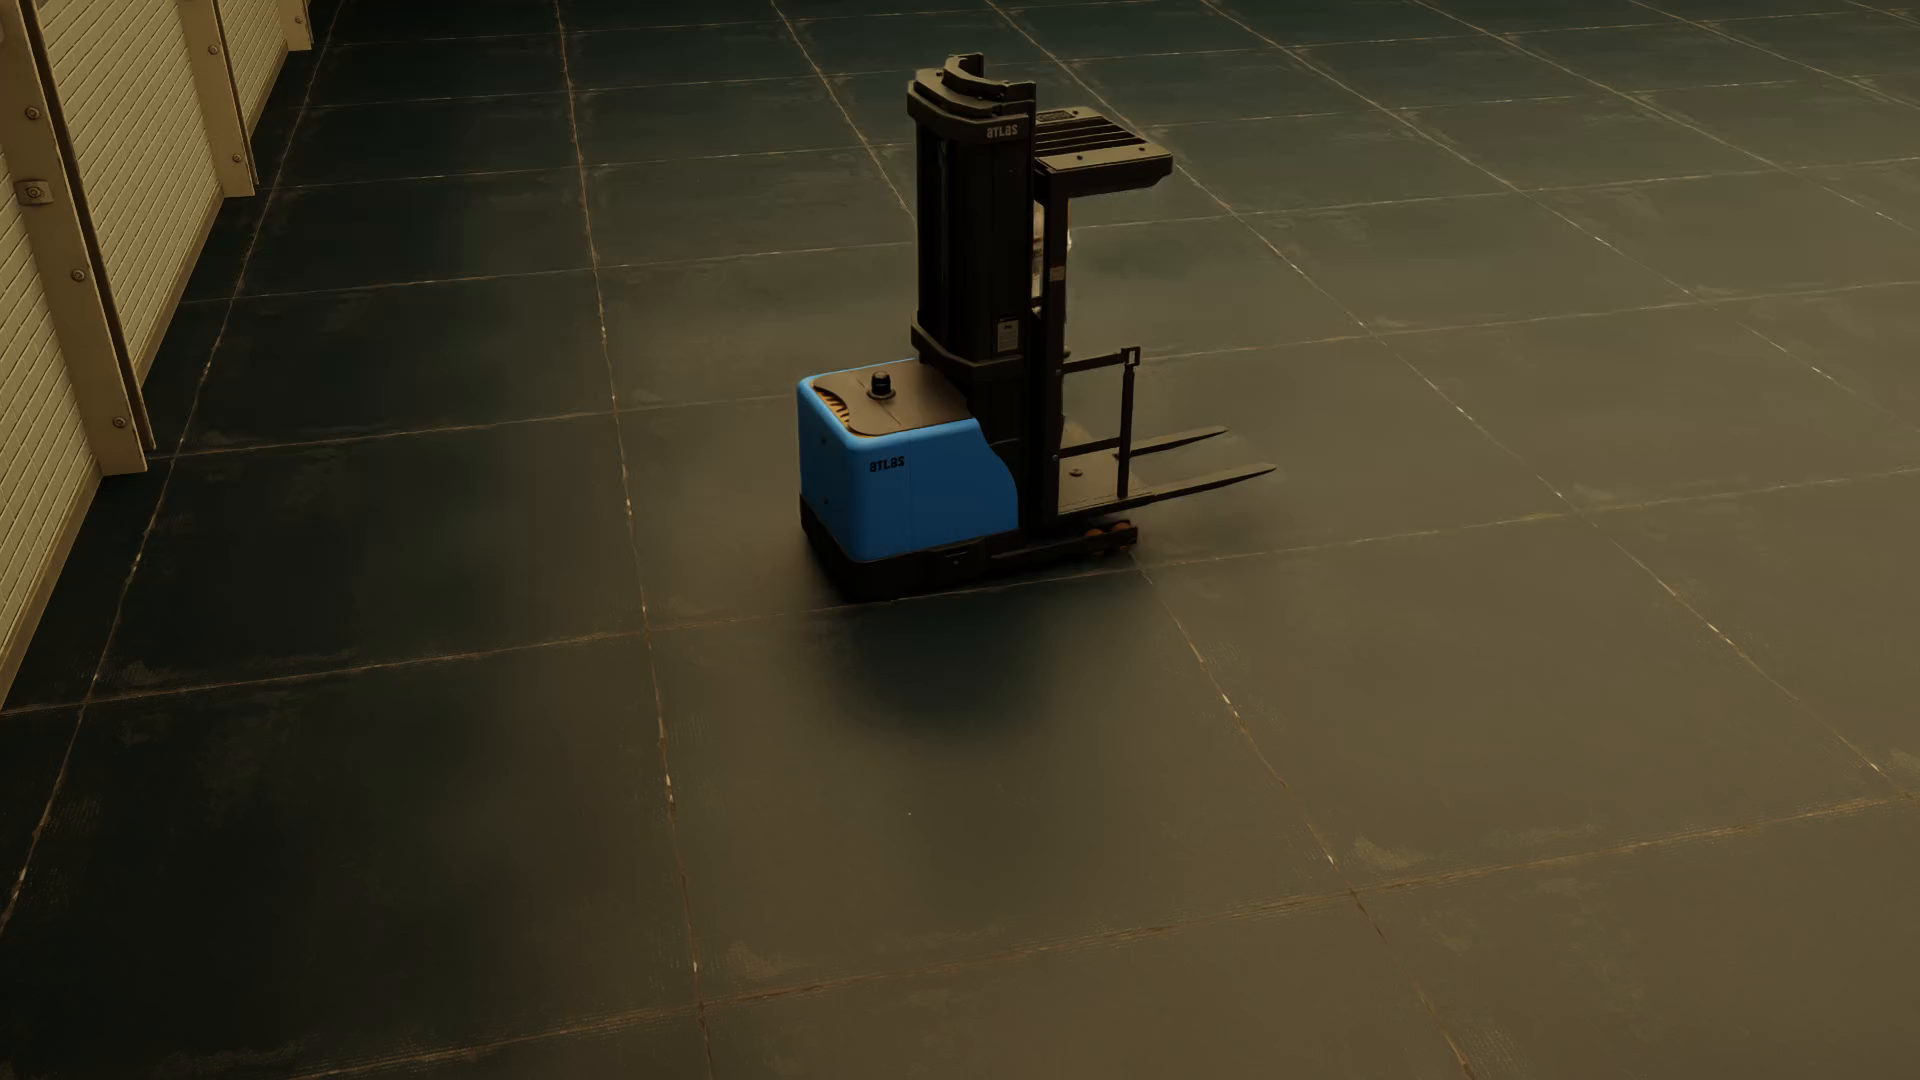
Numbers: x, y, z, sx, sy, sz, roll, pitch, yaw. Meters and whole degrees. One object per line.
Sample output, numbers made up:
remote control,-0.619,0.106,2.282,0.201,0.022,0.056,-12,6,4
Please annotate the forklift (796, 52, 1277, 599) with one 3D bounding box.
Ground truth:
forklift,0.557,-1.397,9.988,3.031,2.935,1.130,-12,32,-20

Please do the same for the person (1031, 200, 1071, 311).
person,0.468,-2.369,12.831,0.735,1.766,0.485,-6,31,-11
